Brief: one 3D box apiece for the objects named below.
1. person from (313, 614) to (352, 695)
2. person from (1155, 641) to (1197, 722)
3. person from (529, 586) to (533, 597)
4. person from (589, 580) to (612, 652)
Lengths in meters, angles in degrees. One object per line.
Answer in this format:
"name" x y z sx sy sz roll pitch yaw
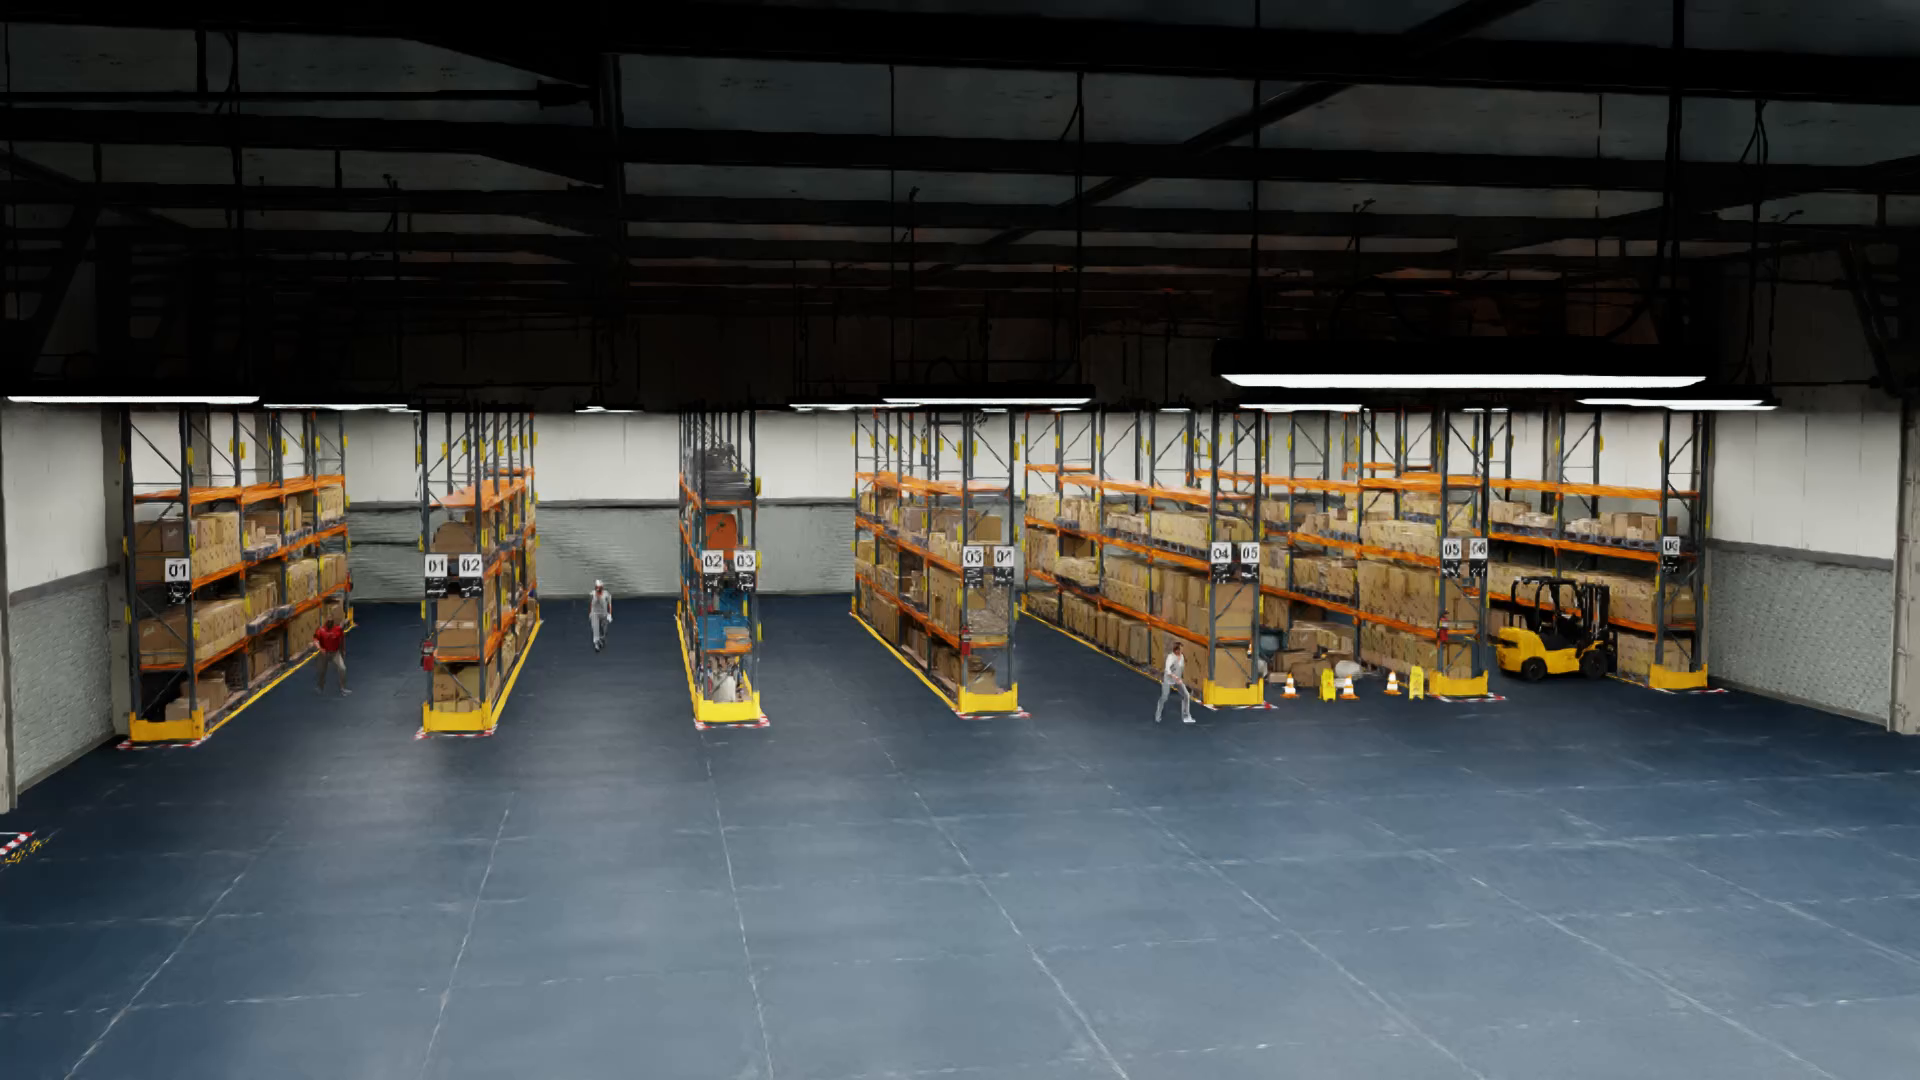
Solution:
"person" -12.851 2.321 33.950 0.691 1.658 0.860 -2 5 -28
"person" 3.967 2.622 30.839 0.573 1.532 0.763 -2 5 -30
"person" -12.828 1.232 48.982 0.660 1.585 0.785 -3 5 -31
"person" -8.712 1.817 40.282 0.567 1.736 1.044 -1 4 -12
